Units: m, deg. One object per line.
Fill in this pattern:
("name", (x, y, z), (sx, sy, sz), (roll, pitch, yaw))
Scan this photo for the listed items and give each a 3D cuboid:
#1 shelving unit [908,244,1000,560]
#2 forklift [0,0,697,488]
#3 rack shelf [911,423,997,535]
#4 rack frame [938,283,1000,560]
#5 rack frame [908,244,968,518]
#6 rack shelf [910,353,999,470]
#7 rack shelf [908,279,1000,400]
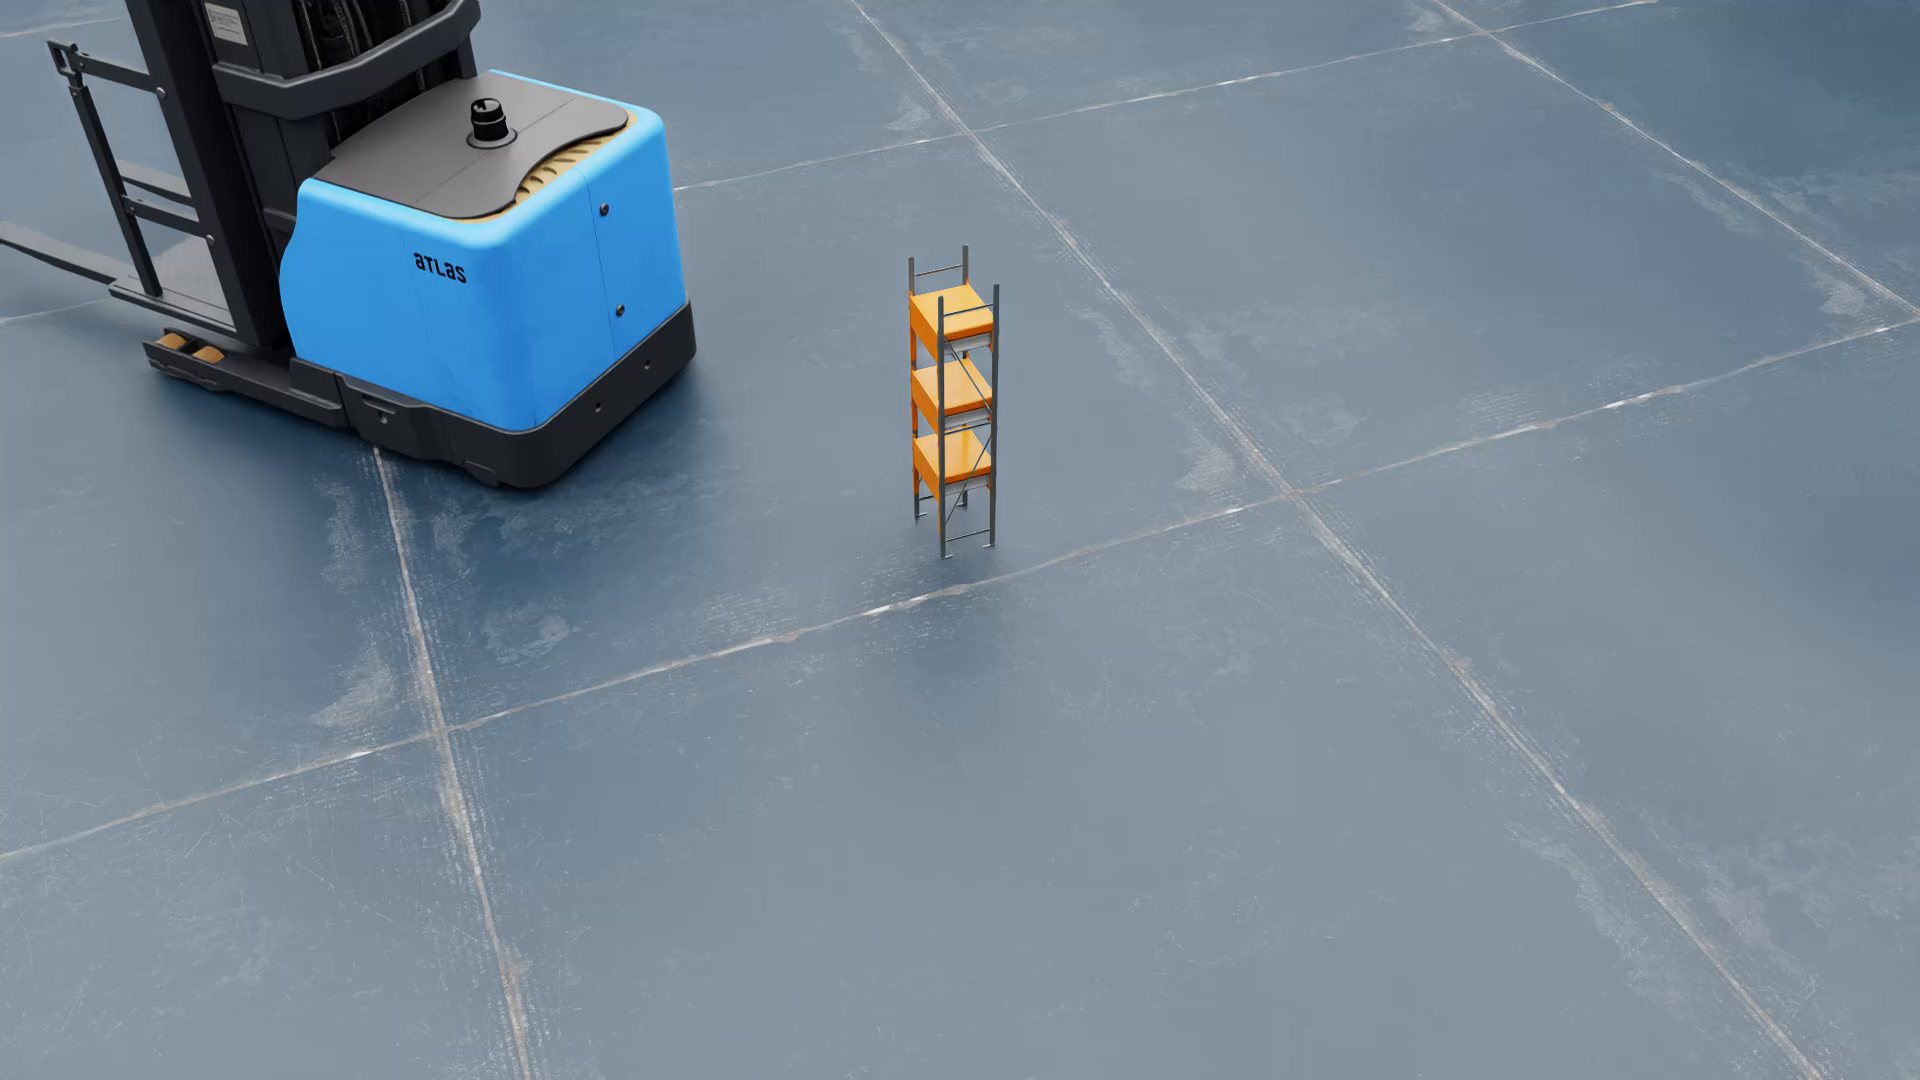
("shelving unit", (-0.020, -0.430, 5.445), (0.215, 1.050, 0.252), (-15, 43, -17))
("forklift", (-2.578, -1.974, 5.797), (3.031, 2.935, 1.130), (19, 44, 20))
("rack shelf", (-0.020, -0.212, 5.633), (0.215, 0.259, 0.240), (-15, 43, -17))
("rack frame", (0.026, -0.357, 5.360), (0.200, 1.050, 0.008), (-15, 43, -17))
("rack frame", (-0.067, -0.504, 5.531), (0.200, 1.050, 0.008), (-15, 43, -17))
("rack shelf", (-0.020, -0.422, 5.452), (0.215, 0.259, 0.240), (-15, 43, -17))
("rack shelf", (-0.020, -0.637, 5.267), (0.215, 0.259, 0.240), (-15, 43, -17))
